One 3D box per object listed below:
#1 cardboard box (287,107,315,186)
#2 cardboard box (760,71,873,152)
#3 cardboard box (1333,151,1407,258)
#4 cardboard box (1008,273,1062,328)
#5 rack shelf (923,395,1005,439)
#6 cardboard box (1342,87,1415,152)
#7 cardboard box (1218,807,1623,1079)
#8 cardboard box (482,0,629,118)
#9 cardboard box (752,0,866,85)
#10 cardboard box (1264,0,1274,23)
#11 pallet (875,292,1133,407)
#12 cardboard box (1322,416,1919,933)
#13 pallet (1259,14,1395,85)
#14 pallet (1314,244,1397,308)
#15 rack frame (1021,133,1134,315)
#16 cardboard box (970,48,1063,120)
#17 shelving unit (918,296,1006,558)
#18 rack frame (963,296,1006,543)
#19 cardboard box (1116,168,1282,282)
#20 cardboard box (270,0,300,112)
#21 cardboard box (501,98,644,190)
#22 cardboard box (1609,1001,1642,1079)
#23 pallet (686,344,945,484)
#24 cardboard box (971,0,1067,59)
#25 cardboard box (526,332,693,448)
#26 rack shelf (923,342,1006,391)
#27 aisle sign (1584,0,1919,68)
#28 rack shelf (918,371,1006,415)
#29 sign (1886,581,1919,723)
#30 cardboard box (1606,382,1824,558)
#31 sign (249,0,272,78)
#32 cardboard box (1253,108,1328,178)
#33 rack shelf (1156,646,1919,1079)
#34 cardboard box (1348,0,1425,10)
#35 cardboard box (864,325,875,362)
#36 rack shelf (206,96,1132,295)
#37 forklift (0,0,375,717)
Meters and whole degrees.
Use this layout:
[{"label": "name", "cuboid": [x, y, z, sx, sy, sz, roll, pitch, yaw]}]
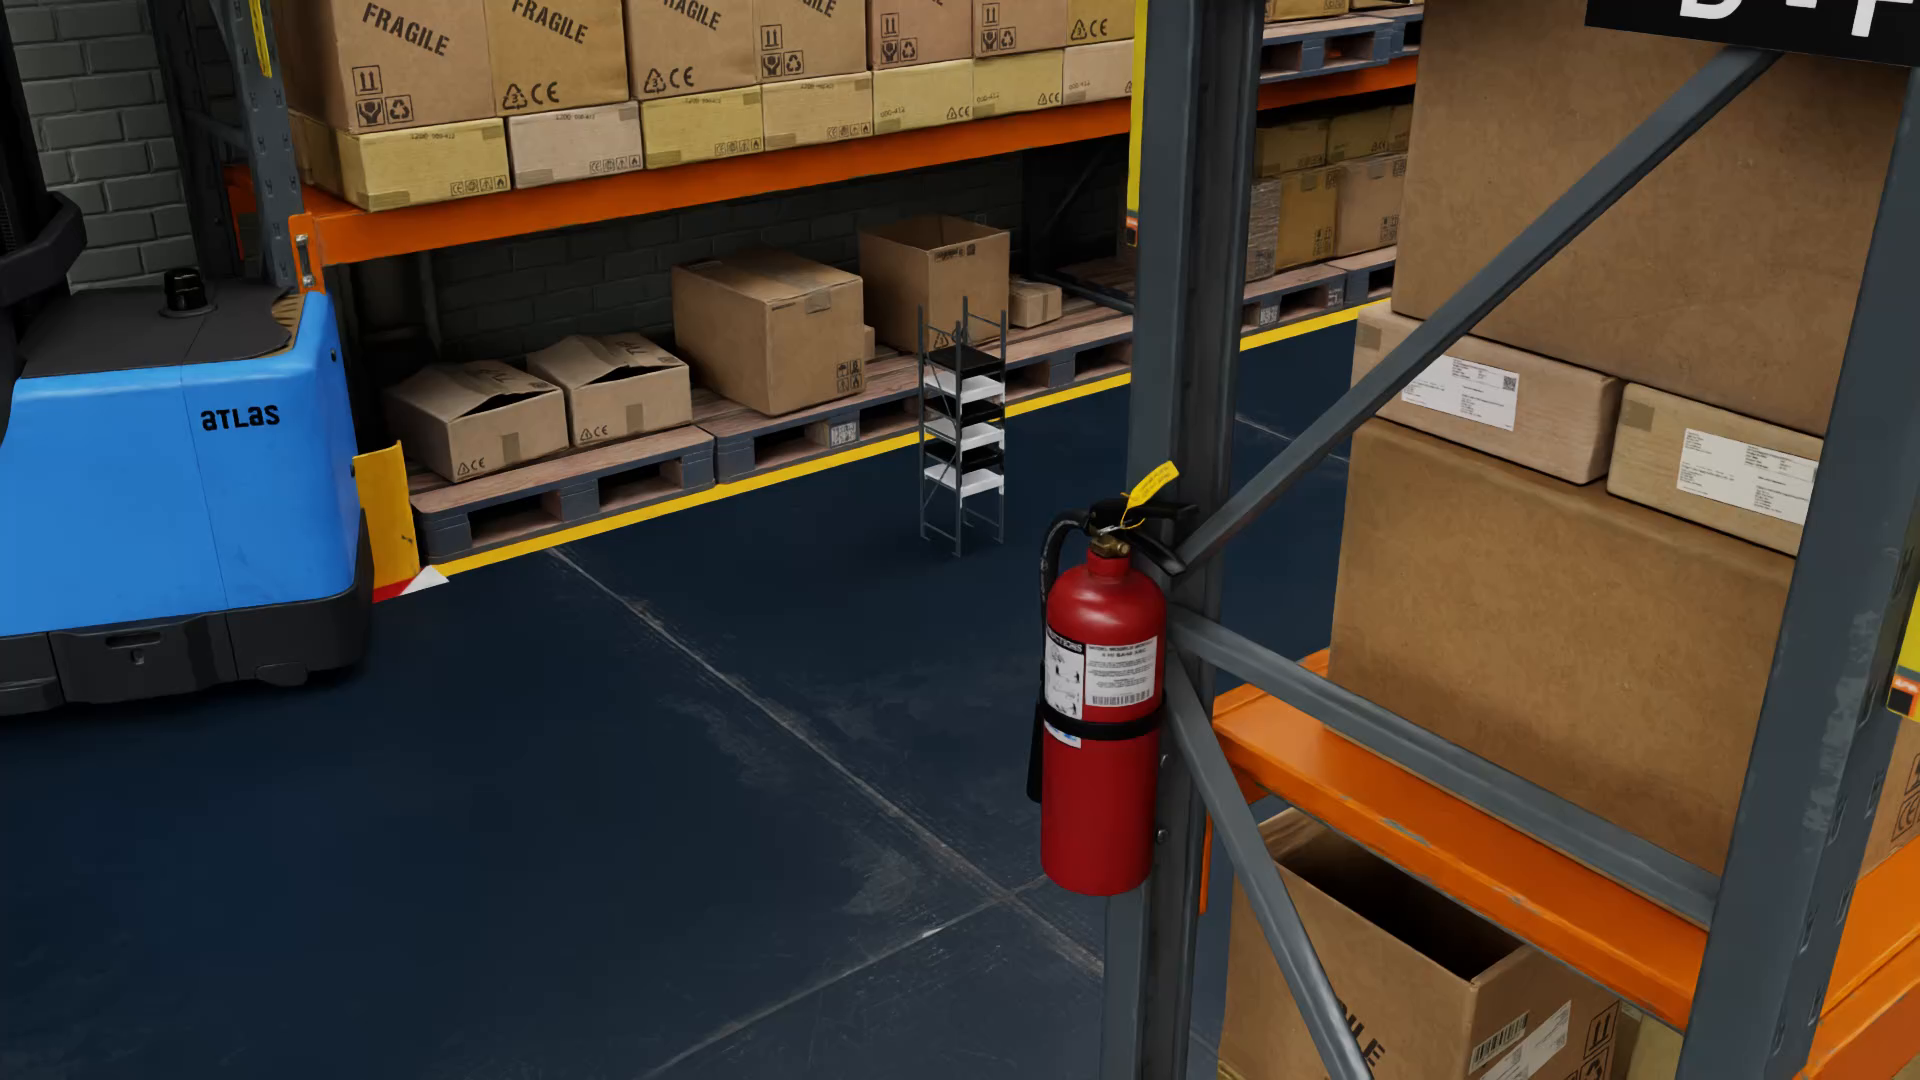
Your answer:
[{"label": "cardboard box", "cuboid": [-2.226, -1.493, 6.057, 0.500, 0.250, 0.500, -18, 30, -33]}, {"label": "cardboard box", "cuboid": [-0.691, -1.729, 6.567, 0.500, 0.250, 0.500, -18, 30, -34]}, {"label": "cardboard box", "cuboid": [2.044, -1.937, 9.308, 0.500, 0.500, 0.700, -18, 30, -33]}, {"label": "cardboard box", "cuboid": [0.271, -1.170, 8.052, 0.380, 0.166, 0.250, 22, 33, 39]}, {"label": "rack shelf", "cuboid": [0.006, -0.462, 6.041, 0.200, 0.077, 0.258, -18, 31, -34]}, {"label": "cardboard box", "cuboid": [2.398, -2.383, 9.378, 0.500, 0.250, 0.500, -18, 31, -34]}, {"label": "cardboard box", "cuboid": [0.824, 0.753, 2.941, 0.500, 0.500, 0.500, -18, 31, -34]}, {"label": "cardboard box", "cuboid": [-1.518, -1.797, 5.822, 0.500, 0.500, 0.500, -18, 30, -34]}, {"label": "cardboard box", "cuboid": [-0.709, -2.067, 6.404, 0.500, 0.500, 0.500, -17, 30, -32]}, {"label": "cardboard box", "cuboid": [1.095, -2.771, 8.016, 0.500, 0.500, 0.700, -18, 30, -34]}, {"label": "pallet", "cuboid": [0.167, -0.954, 8.055, 1.213, 0.211, 1.003, -18, 31, -34]}, {"label": "cardboard box", "cuboid": [0.961, 0.112, 2.327, 0.500, 0.500, 0.700, -18, 31, -34]}, {"label": "pallet", "cuboid": [1.365, -2.468, 8.233, 1.213, 0.211, 1.003, -18, 31, -34]}, {"label": "pallet", "cuboid": [2.246, -1.662, 9.579, 1.213, 0.211, 1.003, -18, 31, -34]}, {"label": "rack frame", "cuboid": [0.673, -2.405, 7.869, 0.127, 3.000, 1.000, -18, 31, -34]}, {"label": "cardboard box", "cuboid": [0.090, -1.996, 7.142, 0.500, 0.250, 0.500, -18, 30, -34]}, {"label": "shelving unit", "cuboid": [0.006, -0.410, 6.065, 0.210, 0.900, 0.258, -18, 31, -34]}, {"label": "rack frame", "cuboid": [0.086, -0.437, 6.122, 0.006, 0.900, 0.240, -18, 31, -34]}, {"label": "cardboard box", "cuboid": [1.242, -1.667, 8.726, 0.500, 0.500, 0.700, -17, 30, -32]}, {"label": "cardboard box", "cuboid": [-2.235, -1.840, 5.915, 0.500, 0.500, 0.500, -19, 31, -35]}, {"label": "cardboard box", "cuboid": [-1.495, -1.468, 6.005, 0.500, 0.250, 0.500, -19, 31, -36]}, {"label": "cardboard box", "cuboid": [1.211, 0.960, 3.386, 0.500, 0.250, 0.500, -18, 31, -34]}, {"label": "pallet", "cuboid": [-0.794, -0.635, 7.368, 1.213, 0.211, 1.003, -18, 31, -34]}, {"label": "cardboard box", "cuboid": [0.103, -2.329, 6.970, 0.500, 0.500, 0.500, -18, 31, -34]}, {"label": "cardboard box", "cuboid": [-1.426, -0.644, 6.746, 0.500, 0.311, 0.500, -15, 29, -30]}, {"label": "rack shelf", "cuboid": [0.006, -0.625, 5.965, 0.200, 0.077, 0.258, -18, 31, -34]}, {"label": "aisle sign", "cuboid": [0.723, -0.787, 1.294, 0.004, 0.787, 0.394, -18, 31, -34]}, {"label": "rack shelf", "cuboid": [0.006, -0.543, 6.003, 0.200, 0.077, 0.258, -18, 31, -34]}, {"label": "sign", "cuboid": [0.923, 0.031, 1.498, 0.005, 0.325, 0.100, -18, 31, -34]}, {"label": "cardboard box", "cuboid": [1.027, -0.096, 2.005, 0.250, 0.149, 0.380, -19, 31, -34]}, {"label": "sign", "cuboid": [-2.139, -1.579, 5.061, 0.005, 0.325, 0.100, -18, 31, -34]}, {"label": "cardboard box", "cuboid": [1.587, -2.123, 8.817, 0.500, 0.250, 0.500, -19, 31, -35]}, {"label": "rack shelf", "cuboid": [2.159, 0.081, 3.367, 4.000, 0.370, 1.077, -18, 31, -34]}, {"label": "cardboard box", "cuboid": [2.038, -3.095, 8.714, 0.500, 0.500, 0.700, -14, 28, -27]}, {"label": "cardboard box", "cuboid": [-0.598, -0.903, 7.496, 0.250, 0.149, 0.380, -21, 32, -38]}, {"label": "rack shelf", "cuboid": [-0.900, -1.559, 6.901, 4.000, 0.370, 1.077, -18, 31, -34]}, {"label": "forklift", "cuboid": [-3.465, -0.908, 4.726, 3.031, 2.935, 1.130, -7, 26, -15]}]
